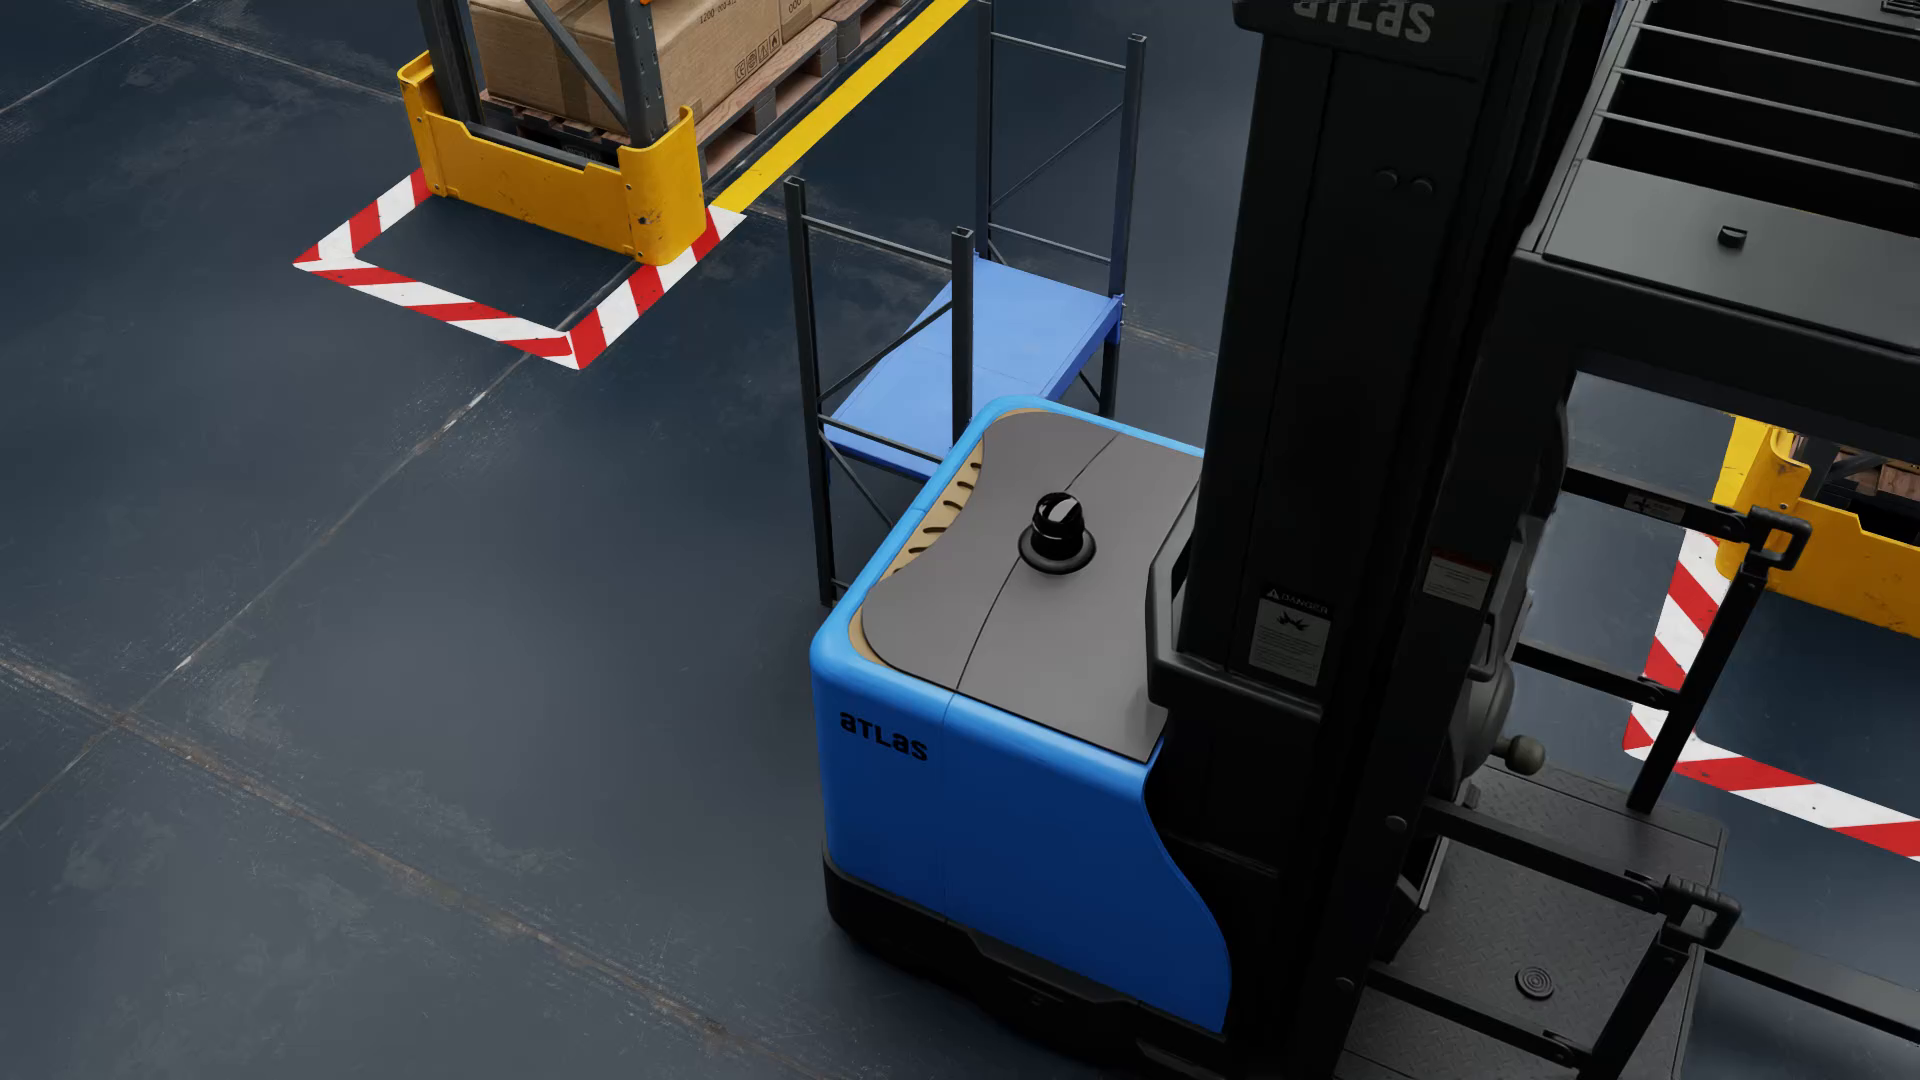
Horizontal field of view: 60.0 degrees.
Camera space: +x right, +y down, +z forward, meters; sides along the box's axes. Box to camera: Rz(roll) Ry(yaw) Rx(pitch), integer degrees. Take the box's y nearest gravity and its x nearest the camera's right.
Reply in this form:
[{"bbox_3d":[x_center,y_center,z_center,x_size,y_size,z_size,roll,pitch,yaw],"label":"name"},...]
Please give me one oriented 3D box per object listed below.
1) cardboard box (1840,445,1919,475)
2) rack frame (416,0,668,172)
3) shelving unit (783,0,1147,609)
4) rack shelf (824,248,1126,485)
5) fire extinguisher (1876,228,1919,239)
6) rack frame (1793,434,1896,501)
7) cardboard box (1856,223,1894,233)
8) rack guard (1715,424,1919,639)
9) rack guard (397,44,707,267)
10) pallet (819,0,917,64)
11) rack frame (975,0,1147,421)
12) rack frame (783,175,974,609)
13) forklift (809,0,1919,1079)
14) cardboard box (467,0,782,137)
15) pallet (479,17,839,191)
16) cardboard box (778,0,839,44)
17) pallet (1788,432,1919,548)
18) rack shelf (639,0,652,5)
[{"bbox_3d":[2.947,-0.361,5.207,0.380,0.149,0.250,21,49,20],"label":"cardboard box"},{"bbox_3d":[-1.544,-2.385,5.499,1.000,3.000,0.127,20,49,19],"label":"rack frame"},{"bbox_3d":[0.040,-0.581,4.770,0.538,1.500,1.048,20,49,19],"label":"shelving unit"},{"bbox_3d":[0.040,-0.455,4.898,0.538,0.185,1.000,20,49,19],"label":"rack shelf"},{"bbox_3d":[2.362,-0.650,4.100,0.296,0.674,0.183,20,49,19],"label":"fire extinguisher"},{"bbox_3d":[2.887,-0.815,3.946,1.000,3.000,0.127,20,49,19],"label":"rack frame"},{"bbox_3d":[3.084,-0.931,5.352,0.380,0.149,0.250,19,48,18],"label":"cardboard box"},{"bbox_3d":[2.923,0.016,4.883,1.175,0.500,0.348,20,49,19],"label":"rack guard"},{"bbox_3d":[-1.555,-1.492,6.373,1.175,0.500,0.348,20,49,19],"label":"rack guard"},{"bbox_3d":[-0.675,-2.700,7.770,1.003,0.211,1.213,20,49,19],"label":"pallet"},{"bbox_3d":[0.276,-0.901,5.086,0.500,1.500,0.032,20,49,19],"label":"rack frame"},{"bbox_3d":[-0.196,-0.261,4.453,0.500,1.500,0.032,20,49,19],"label":"rack frame"},{"bbox_3d":[1.216,0.112,3.079,3.031,2.935,1.130,19,48,18],"label":"forklift"},{"bbox_3d":[-1.326,-2.081,6.704,0.875,0.438,0.875,19,48,18],"label":"cardboard box"},{"bbox_3d":[-1.242,-1.935,7.014,1.003,0.211,1.213,20,49,19],"label":"pallet"},{"bbox_3d":[-0.909,-2.660,7.277,0.875,0.438,0.875,22,49,20],"label":"cardboard box"},{"bbox_3d":[3.331,-0.382,5.480,1.003,0.211,1.213,20,49,19],"label":"pallet"},{"bbox_3d":[-0.615,-3.392,7.000,1.077,0.370,4.000,20,49,19],"label":"rack shelf"}]
